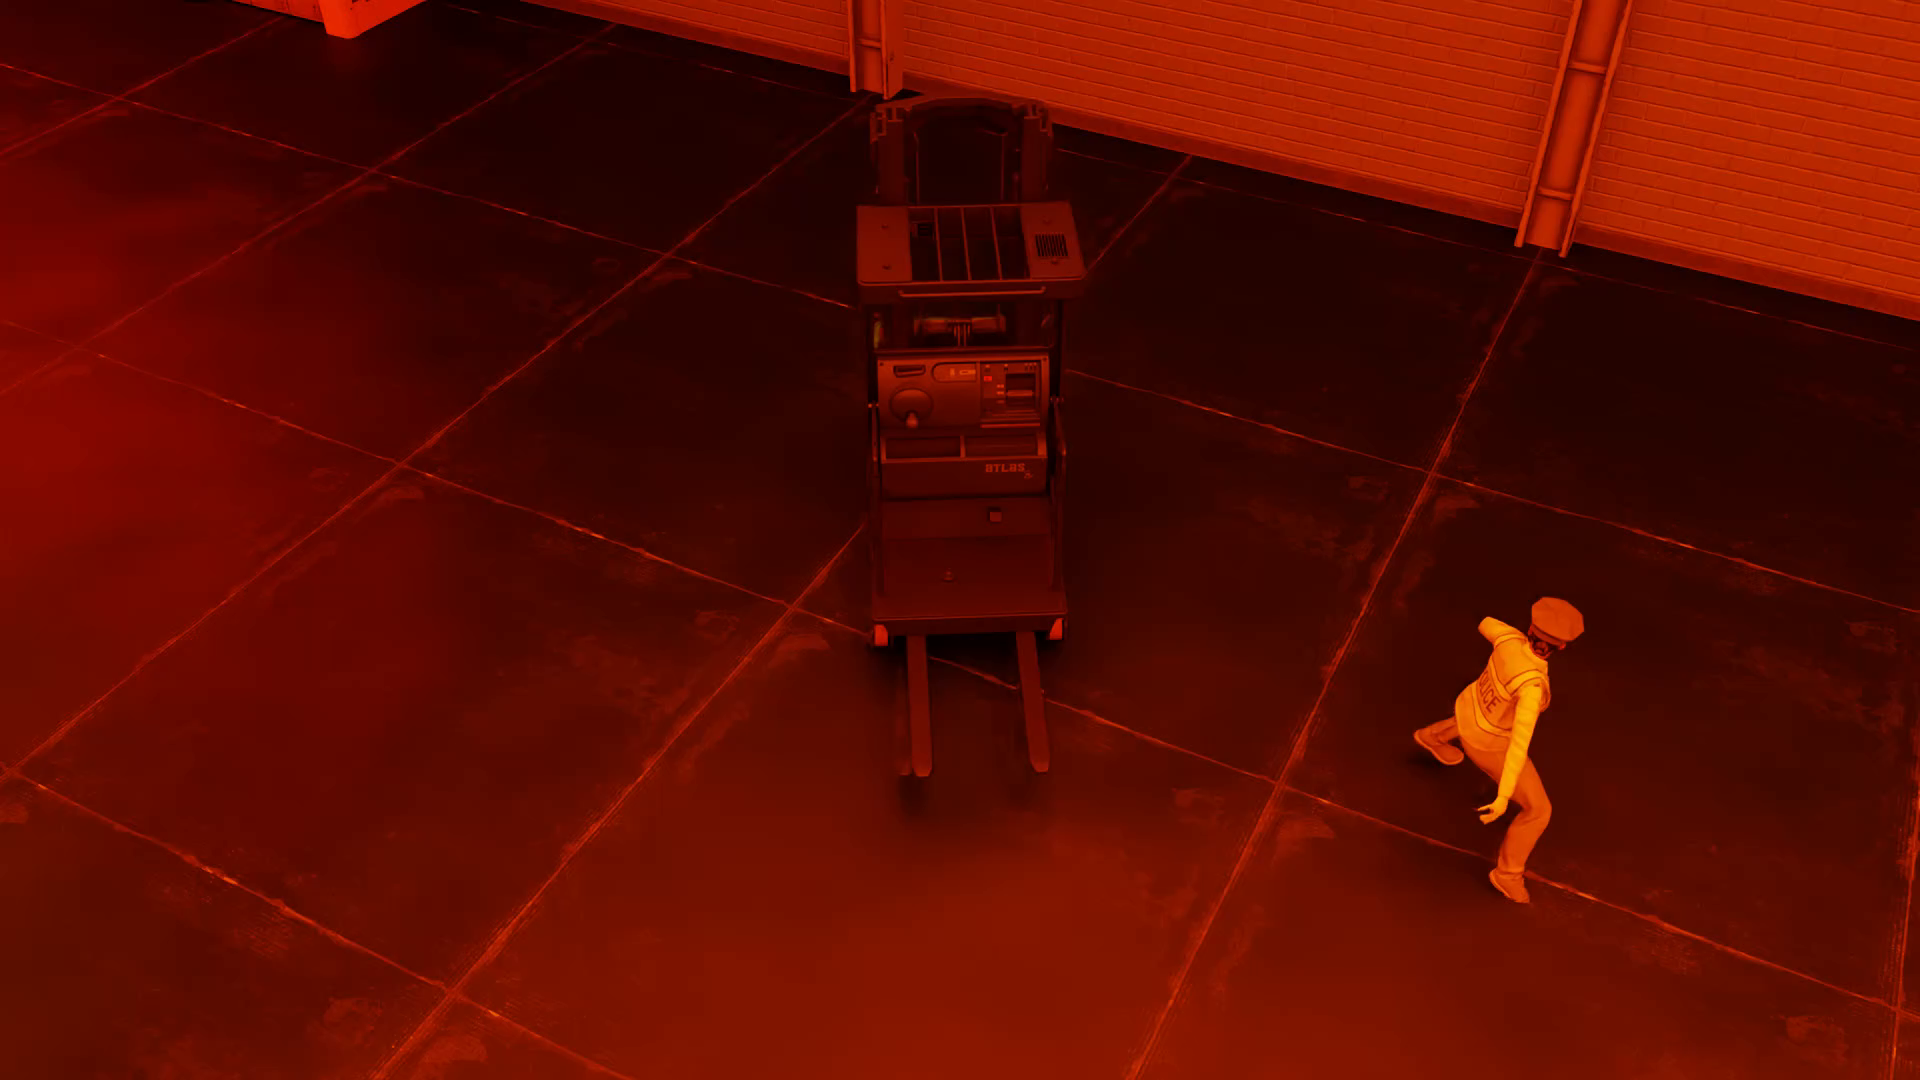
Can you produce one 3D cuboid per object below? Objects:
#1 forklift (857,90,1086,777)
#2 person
[{"bbox_3d":[0.033,-0.728,8.851,1.130,2.935,3.031,-2,40,-2],"label":"forklift"},{"bbox_3d":[2.619,0.954,8.020,0.526,1.575,1.094,3,40,3],"label":"person"}]
